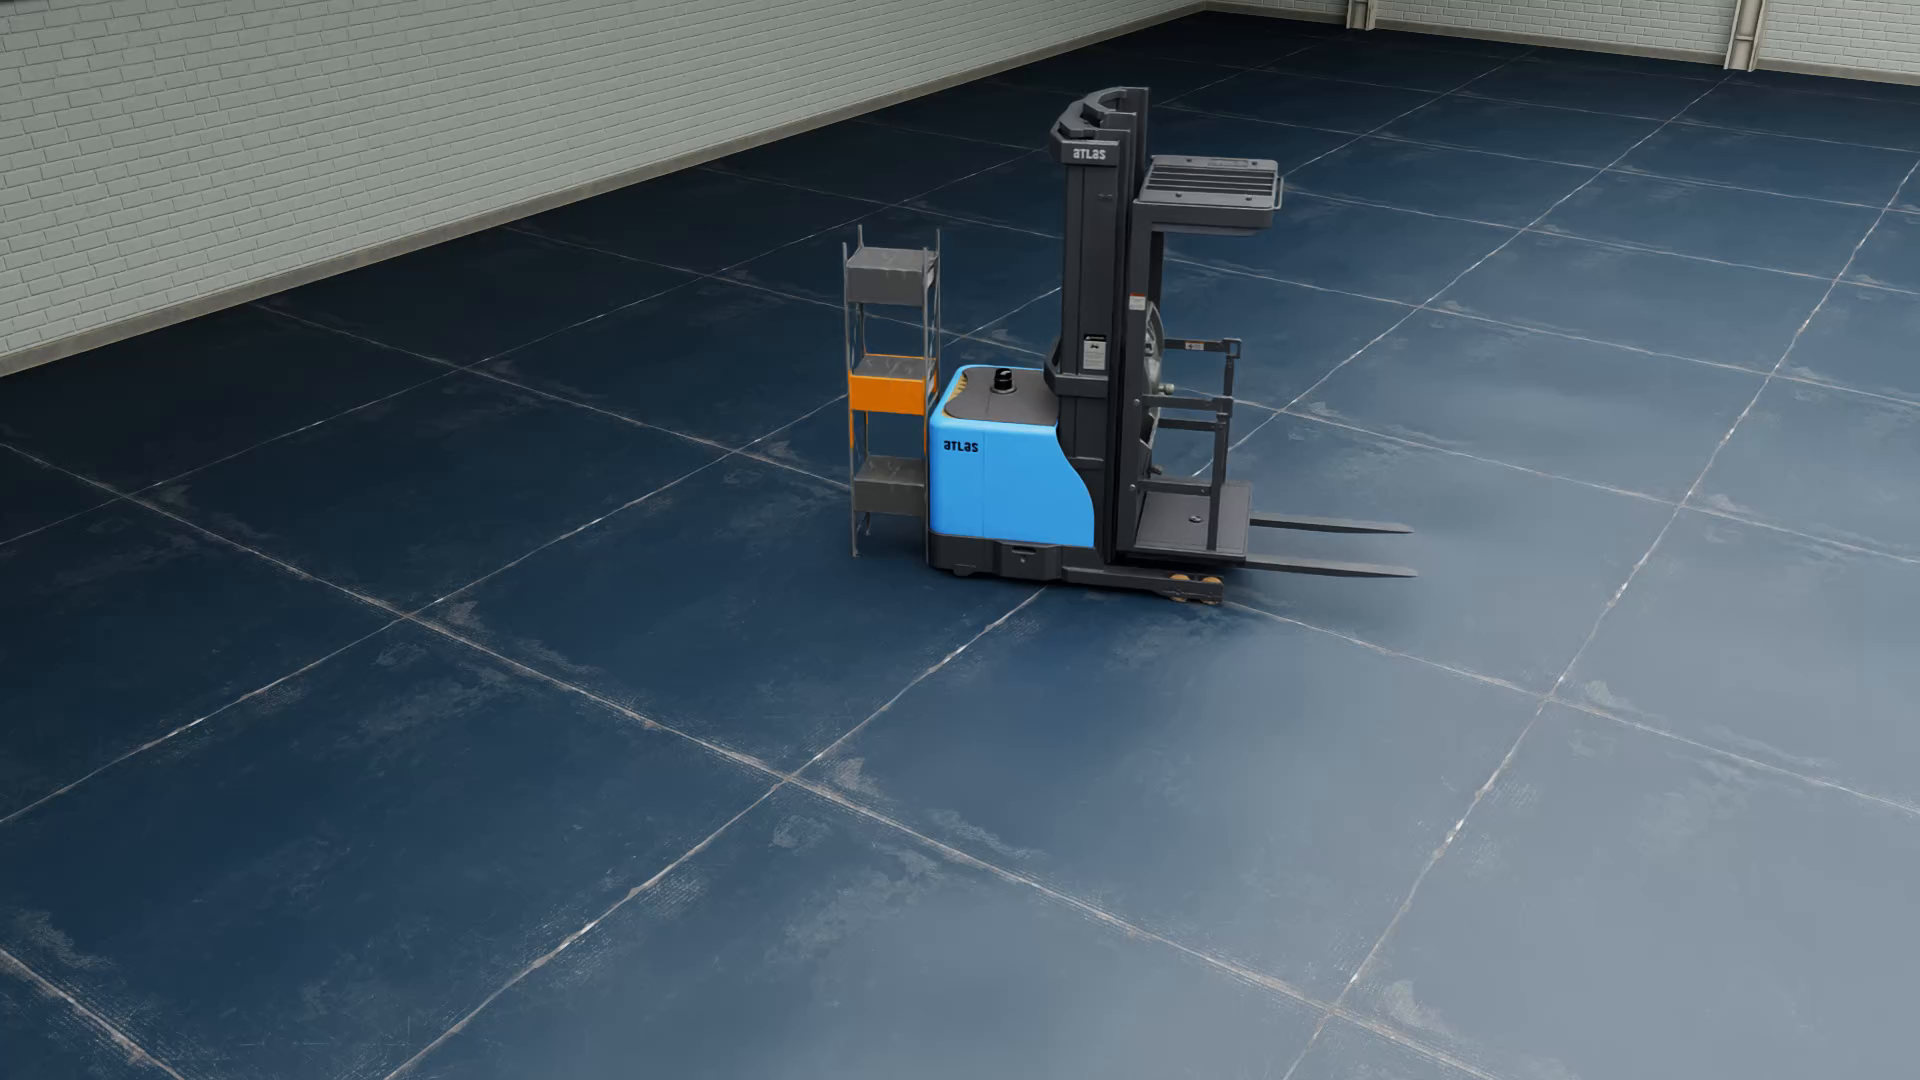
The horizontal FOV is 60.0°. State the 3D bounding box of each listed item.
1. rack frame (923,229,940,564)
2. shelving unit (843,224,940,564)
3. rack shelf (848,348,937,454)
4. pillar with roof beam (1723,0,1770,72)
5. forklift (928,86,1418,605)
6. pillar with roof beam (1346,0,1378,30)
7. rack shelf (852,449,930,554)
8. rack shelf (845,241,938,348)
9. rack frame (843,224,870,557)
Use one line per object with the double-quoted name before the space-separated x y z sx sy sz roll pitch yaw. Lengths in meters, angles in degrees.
"rack frame" -0.171 -0.868 10.415 0.015 2.100 0.400 5 27 10
"shelving unit" -0.410 -0.890 10.458 0.503 2.100 0.431 5 27 10
"rack shelf" -0.410 -0.878 10.464 0.480 0.518 0.431 5 27 10
"pillar with roof beam" 9.231 -9.458 19.687 0.400 9.000 9.100 17 32 30
"forklift" 1.365 -1.172 10.095 3.031 2.935 1.130 5 27 10
"pillar with roof beam" 4.286 -10.999 22.715 0.400 9.000 9.100 17 32 30
"rack shelf" -0.410 -0.254 10.781 0.480 0.518 0.431 5 27 10
"rack shelf" -0.410 -1.502 10.146 0.480 0.518 0.431 5 27 10
"rack frame" -0.650 -0.911 10.500 0.015 2.100 0.400 5 27 10
